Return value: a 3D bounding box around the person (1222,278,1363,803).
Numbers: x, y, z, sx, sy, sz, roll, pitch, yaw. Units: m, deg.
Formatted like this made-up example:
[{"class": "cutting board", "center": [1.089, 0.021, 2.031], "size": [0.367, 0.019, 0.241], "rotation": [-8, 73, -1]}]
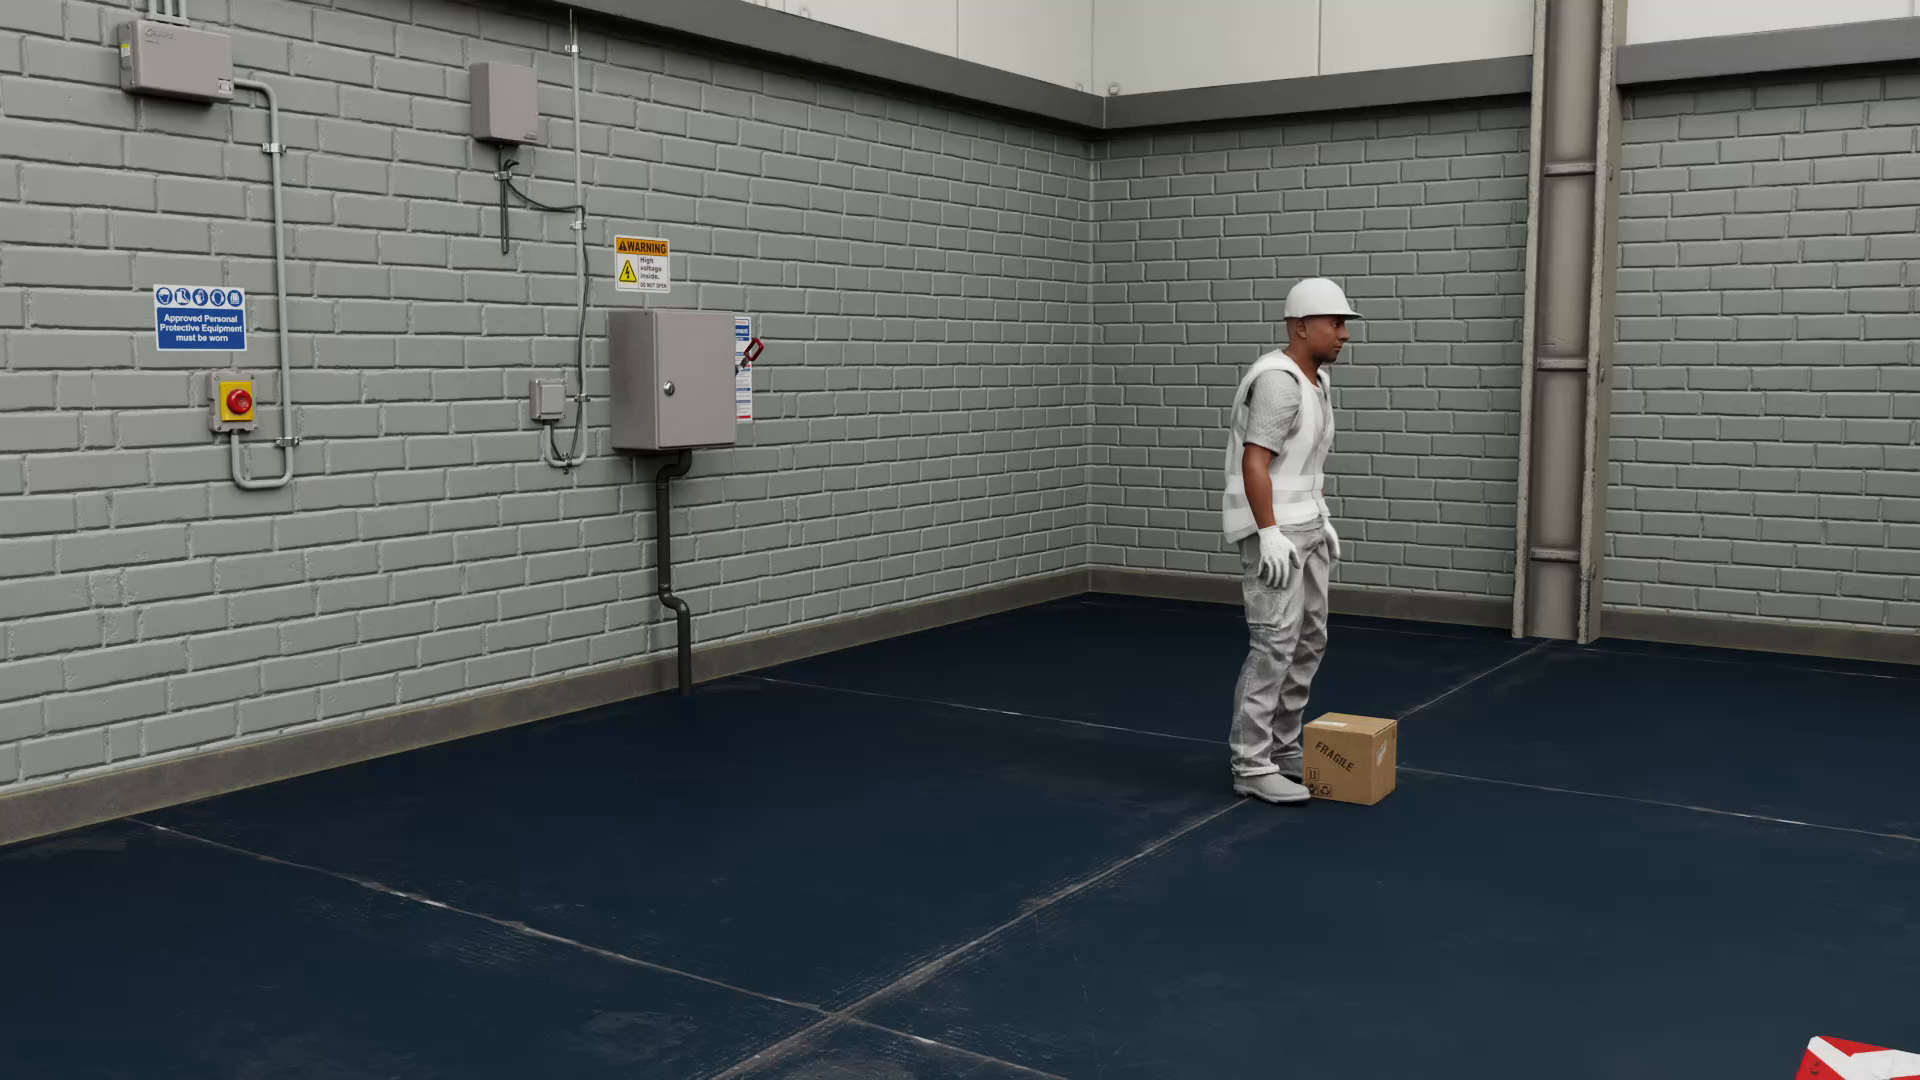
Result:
[{"class": "person", "center": [1.158, -0.015, 5.807], "size": [0.443, 1.776, 0.630], "rotation": [4, 7, 31]}]
